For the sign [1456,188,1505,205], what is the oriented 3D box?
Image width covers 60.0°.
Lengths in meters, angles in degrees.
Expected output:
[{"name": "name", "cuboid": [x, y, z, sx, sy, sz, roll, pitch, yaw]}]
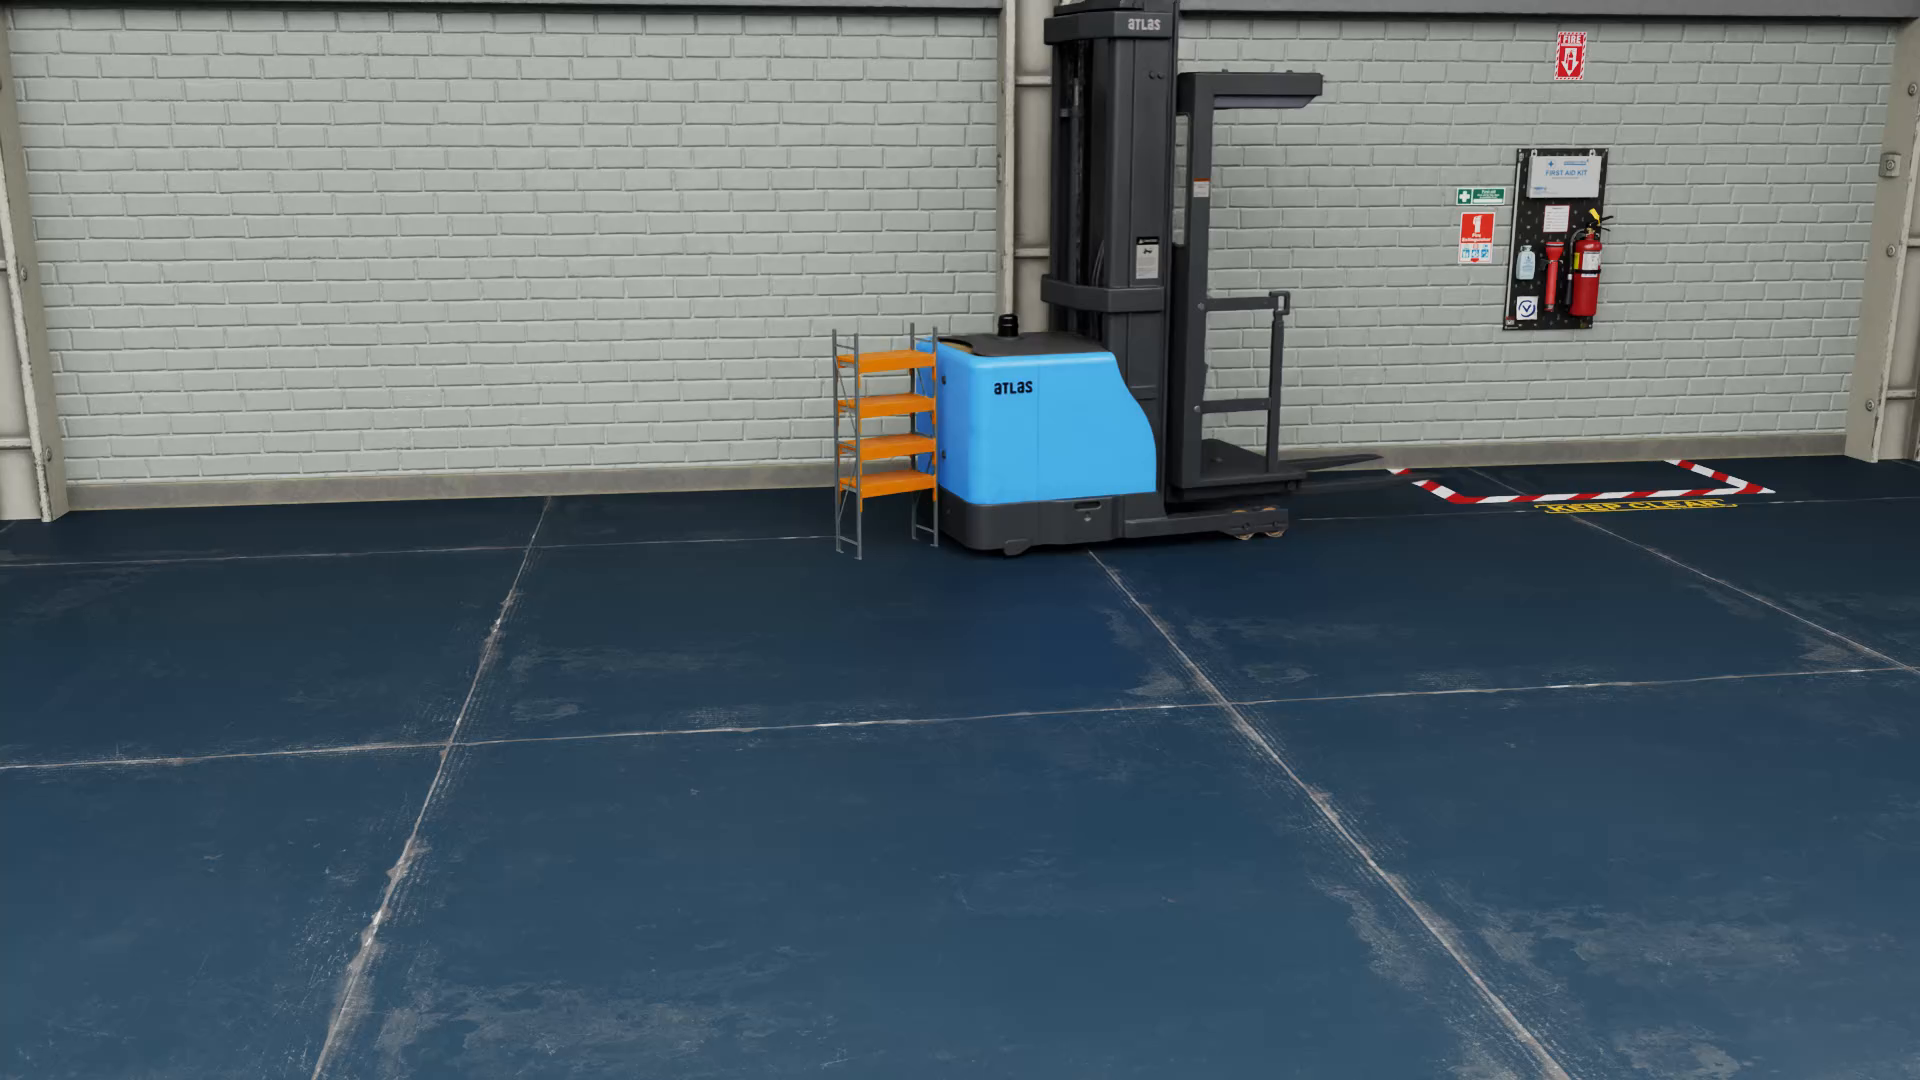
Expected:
[{"name": "sign", "cuboid": [3.370, -2.224, 10.761, 0.331, 0.109, 0.001, -2, 14, -8]}]

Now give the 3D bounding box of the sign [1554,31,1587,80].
[{"name": "sign", "cuboid": [3.904, -3.095, 10.631, 0.199, 0.298, 0.001, -2, 14, -8]}]

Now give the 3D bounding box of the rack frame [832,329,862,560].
[{"name": "rack frame", "cuboid": [-0.594, -0.499, 8.743, 0.015, 1.200, 0.240, -10, 17, -34]}]

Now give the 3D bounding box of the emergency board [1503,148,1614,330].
[{"name": "emergency board", "cuboid": [3.927, -1.947, 10.818, 0.643, 1.169, 0.194, -2, 14, -8]}]

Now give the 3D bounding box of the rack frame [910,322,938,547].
[{"name": "rack frame", "cuboid": [-0.194, -0.566, 9.014, 0.015, 1.200, 0.240, -10, 17, -34]}]

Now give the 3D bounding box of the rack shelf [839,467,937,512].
[{"name": "rack shelf", "cuboid": [-0.394, -0.275, 8.943, 0.480, 0.148, 0.258, -10, 17, -34]}]

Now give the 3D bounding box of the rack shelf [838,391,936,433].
[{"name": "rack shelf", "cuboid": [-0.394, -0.684, 8.841, 0.480, 0.148, 0.258, -10, 17, -34]}]

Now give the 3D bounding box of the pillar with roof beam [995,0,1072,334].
[{"name": "pillar with roof beam", "cuboid": [1.084, -3.684, 5.413, 0.400, 9.000, 9.100, -2, 14, -8]}]

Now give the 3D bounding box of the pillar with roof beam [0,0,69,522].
[{"name": "pillar with roof beam", "cuboid": [-4.849, -3.467, 4.546, 0.400, 9.000, 9.100, -2, 14, -8]}]

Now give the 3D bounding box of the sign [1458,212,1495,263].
[{"name": "sign", "cuboid": [3.365, -1.969, 10.833, 0.234, 0.329, 0.001, -2, 14, -8]}]

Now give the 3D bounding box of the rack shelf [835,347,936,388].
[{"name": "rack shelf", "cuboid": [-0.394, -0.914, 8.783, 0.480, 0.148, 0.258, -10, 17, -34]}]

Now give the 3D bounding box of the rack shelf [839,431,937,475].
[{"name": "rack shelf", "cuboid": [-0.394, -0.467, 8.895, 0.480, 0.148, 0.258, -10, 17, -34]}]

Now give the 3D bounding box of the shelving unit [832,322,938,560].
[{"name": "shelving unit", "cuboid": [-0.394, -0.533, 8.879, 0.503, 1.200, 0.258, -10, 17, -34]}]

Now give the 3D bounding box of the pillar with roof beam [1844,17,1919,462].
[{"name": "pillar with roof beam", "cuboid": [7.017, -3.902, 6.280, 0.400, 9.000, 9.100, -2, 14, -8]}]

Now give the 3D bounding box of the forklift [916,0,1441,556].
[{"name": "forklift", "cuboid": [1.310, -1.537, 9.325, 3.031, 2.935, 1.130, -5, 15, -19]}]

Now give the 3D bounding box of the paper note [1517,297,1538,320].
[{"name": "paper note", "cuboid": [3.741, -1.530, 10.966, 0.142, 0.148, 0.016, -2, 14, -8]}]
